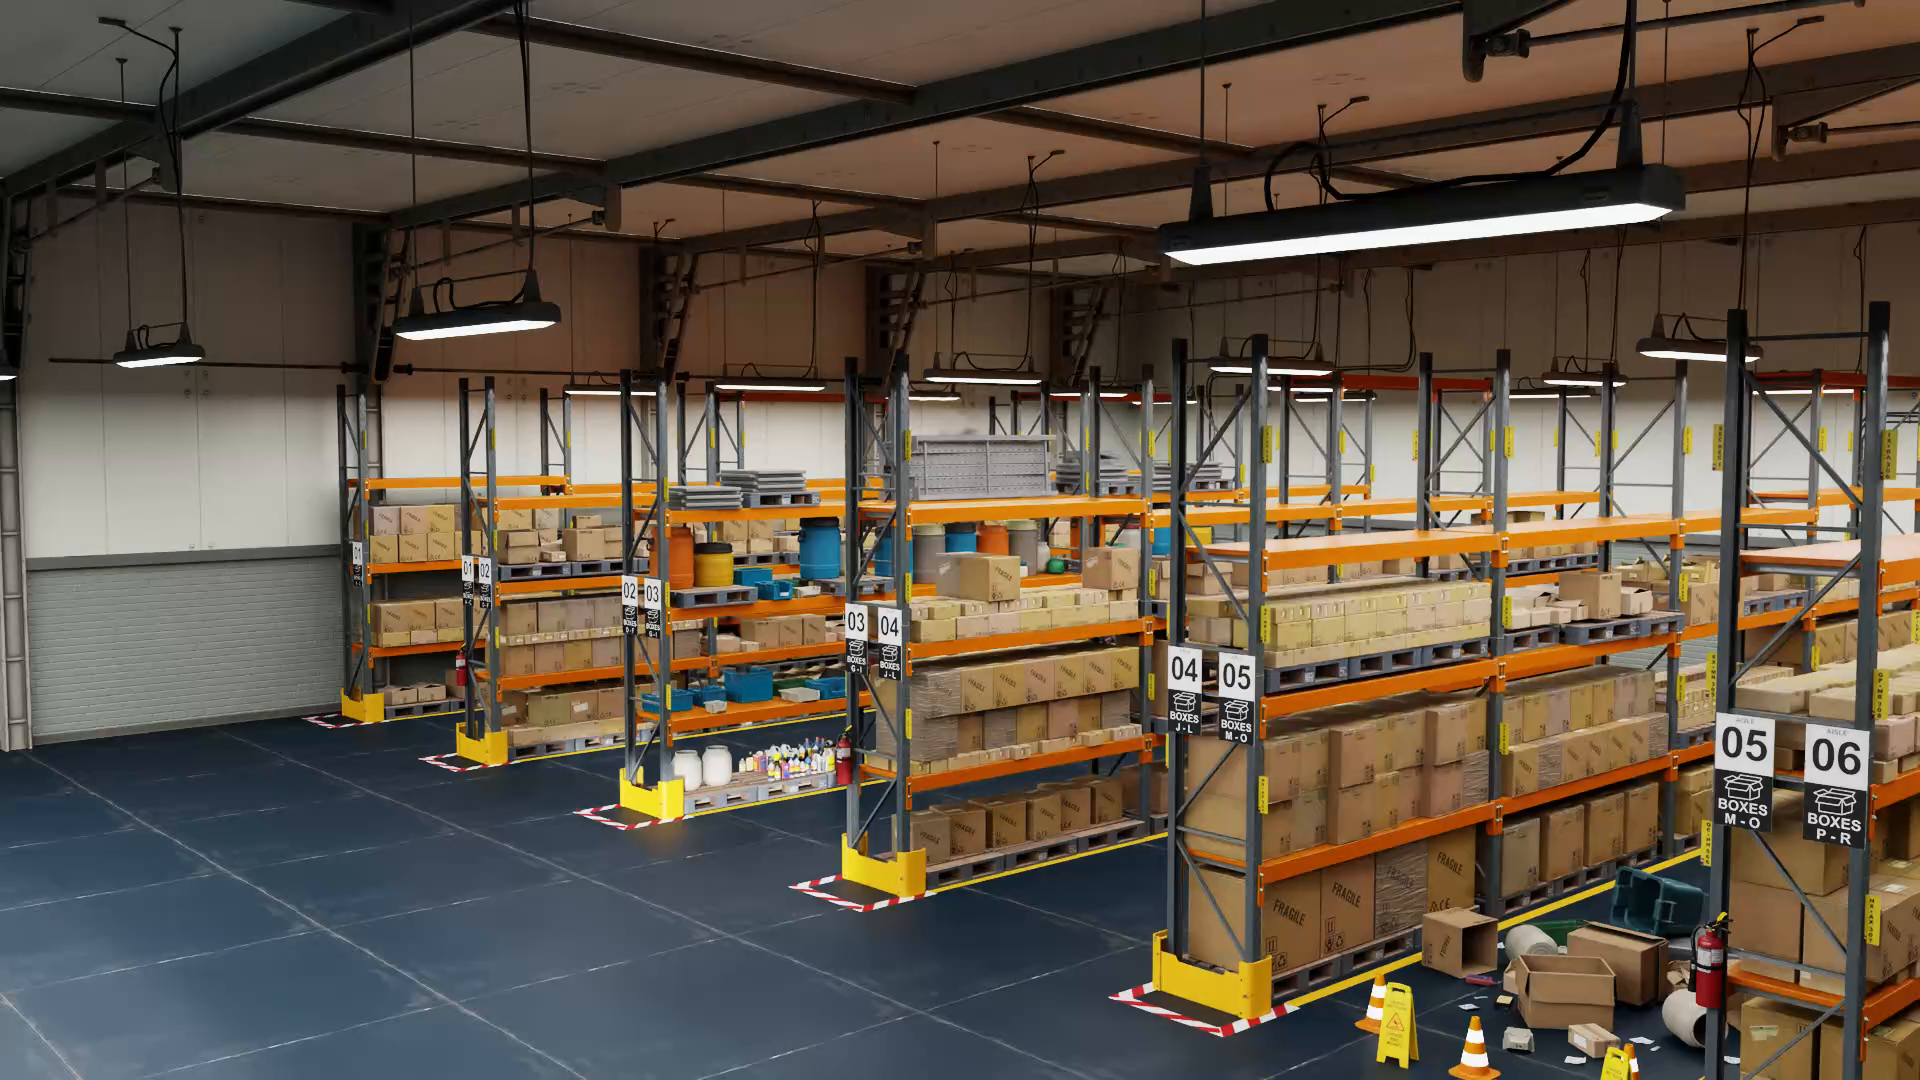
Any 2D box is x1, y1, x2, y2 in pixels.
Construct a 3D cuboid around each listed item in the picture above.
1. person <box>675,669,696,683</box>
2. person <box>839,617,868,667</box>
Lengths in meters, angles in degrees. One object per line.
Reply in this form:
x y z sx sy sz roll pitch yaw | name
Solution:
-5.174 2.312 31.500 0.504 1.654 0.656 4 5 44 | person
-2.218 2.078 34.426 0.549 1.717 0.764 3 5 38 | person
